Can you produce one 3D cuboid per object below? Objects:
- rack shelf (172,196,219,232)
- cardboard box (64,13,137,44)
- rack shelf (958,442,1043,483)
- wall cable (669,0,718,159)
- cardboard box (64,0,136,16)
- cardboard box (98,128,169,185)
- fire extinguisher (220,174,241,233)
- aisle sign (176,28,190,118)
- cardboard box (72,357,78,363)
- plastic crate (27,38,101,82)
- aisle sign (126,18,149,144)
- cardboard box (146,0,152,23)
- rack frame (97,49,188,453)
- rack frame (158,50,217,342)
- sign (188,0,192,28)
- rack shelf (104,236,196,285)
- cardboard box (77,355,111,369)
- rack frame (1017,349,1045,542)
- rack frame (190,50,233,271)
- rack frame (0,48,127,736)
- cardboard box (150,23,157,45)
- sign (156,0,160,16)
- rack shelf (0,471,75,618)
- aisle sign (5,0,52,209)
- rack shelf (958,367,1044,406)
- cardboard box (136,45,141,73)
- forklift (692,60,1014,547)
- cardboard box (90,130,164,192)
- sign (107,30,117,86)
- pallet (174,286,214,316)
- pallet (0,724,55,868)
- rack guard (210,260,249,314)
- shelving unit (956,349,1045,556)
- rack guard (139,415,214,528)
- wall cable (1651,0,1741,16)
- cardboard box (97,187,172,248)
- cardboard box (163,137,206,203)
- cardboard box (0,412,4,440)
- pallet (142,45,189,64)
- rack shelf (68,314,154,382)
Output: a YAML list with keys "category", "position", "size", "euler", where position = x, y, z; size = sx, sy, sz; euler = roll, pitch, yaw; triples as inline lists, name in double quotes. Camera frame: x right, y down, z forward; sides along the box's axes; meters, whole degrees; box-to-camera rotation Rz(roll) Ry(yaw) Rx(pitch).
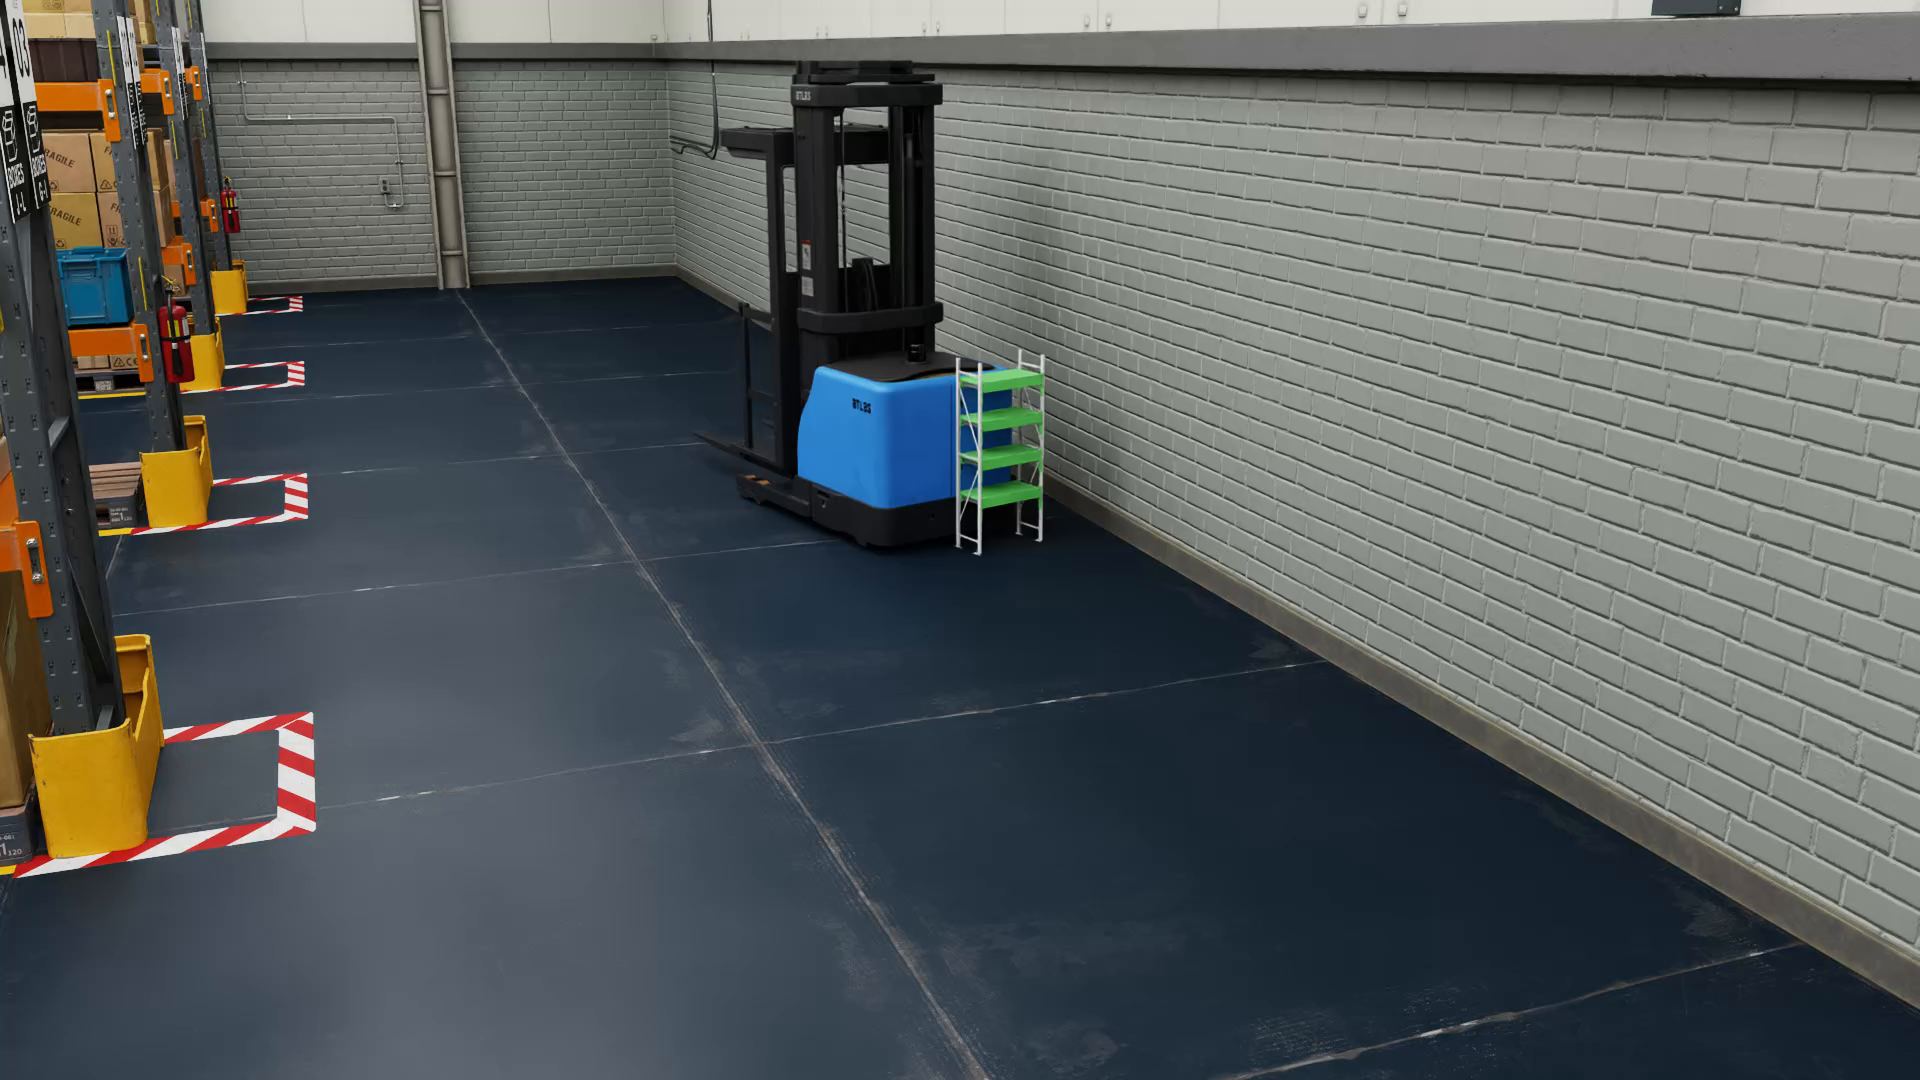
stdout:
- category: "rack shelf"
  position: [-10.767, -3.735, 19.270]
  size: [4.000, 0.370, 1.077]
  euler: [-6, 17, -20]
- category: "cardboard box"
  position: [-7.512, -4.467, 14.542]
  size: [0.500, 0.250, 0.500]
  euler: [-6, 17, -20]
- category: "rack shelf"
  position: [0.249, -0.486, 10.351]
  size: [0.480, 0.148, 0.258]
  euler: [-12, 20, -35]
- category: "wall cable"
  position: [-3.490, -6.147, 21.069]
  size: [0.112, 2.526, 3.097]
  euler: [-6, 17, -20]
- category: "cardboard box"
  position: [-7.597, -4.890, 14.650]
  size: [0.500, 0.500, 0.700]
  euler: [-6, 17, -20]
- category: "cardboard box"
  position: [-7.632, -3.531, 15.347]
  size: [0.500, 0.500, 0.500]
  euler: [-6, 17, -18]
- category: "fire extinguisher"
  position: [-8.593, -3.960, 19.557]
  size: [0.183, 0.674, 0.296]
  euler: [-6, 17, -20]
- category: "aisle sign"
  position: [-7.165, -4.310, 15.339]
  size: [0.004, 0.787, 0.394]
  euler: [-6, 17, -20]
- category: "cardboard box"
  position: [-8.199, -1.840, 15.640]
  size: [0.500, 0.250, 0.500]
  euler: [-6, 17, -20]
- category: "plastic crate"
  position: [-5.813, -3.086, 10.692]
  size: [0.590, 0.269, 0.497]
  euler: [-6, 17, -20]
- category: "aisle sign"
  position: [-5.393, -3.008, 10.904]
  size: [0.004, 0.787, 0.394]
  euler: [-6, 17, -20]
- category: "cardboard box"
  position: [-9.667, -6.248, 19.241]
  size: [0.500, 0.500, 0.500]
  euler: [-7, 18, -22]
- category: "rack frame"
  position: [-5.354, -1.675, 10.979]
  size: [0.127, 3.000, 1.000]
  euler: [-6, 17, -20]
- category: "rack frame"
  position: [-7.123, -2.979, 15.418]
  size: [0.127, 3.000, 1.000]
  euler: [-6, 17, -20]
- category: "sign"
  position: [-8.718, -5.964, 18.828]
  size: [0.005, 0.325, 0.100]
  euler: [-6, 17, -20]
- category: "rack shelf"
  position: [-8.991, -2.432, 14.833]
  size: [4.000, 0.370, 1.077]
  euler: [-6, 17, -20]
- category: "cardboard box"
  position: [-7.953, -1.694, 15.290]
  size: [0.250, 0.166, 0.380]
  euler: [-6, 17, -20]
- category: "rack frame"
  position: [0.444, -0.589, 10.474]
  size: [0.015, 1.200, 0.240]
  euler: [-12, 20, -35]
- category: "rack frame"
  position: [-8.899, -4.282, 19.855]
  size: [0.127, 3.000, 1.000]
  euler: [-6, 17, -20]
- category: "rack frame"
  position: [-3.582, -0.372, 6.542]
  size: [0.127, 3.000, 1.000]
  euler: [-6, 17, -20]
- category: "cardboard box"
  position: [-9.669, -5.889, 19.350]
  size: [0.500, 0.250, 0.500]
  euler: [-5, 17, -17]
- category: "sign"
  position: [-6.943, -4.695, 14.367]
  size: [0.005, 0.325, 0.100]
  euler: [-6, 17, -20]
- category: "rack shelf"
  position: [-5.449, 0.175, 5.956]
  size: [4.000, 0.370, 1.077]
  euler: [-6, 17, -20]
- category: "aisle sign"
  position: [-3.622, -1.706, 6.469]
  size: [0.004, 0.787, 0.394]
  euler: [-6, 17, -20]
- category: "rack shelf"
  position: [0.249, -0.947, 10.216]
  size: [0.480, 0.148, 0.258]
  euler: [-12, 20, -35]
- category: "cardboard box"
  position: [-7.509, -4.225, 14.604]
  size: [0.500, 0.250, 0.500]
  euler: [-6, 17, -20]
- category: "forklift"
  position: [-0.902, -1.720, 11.253]
  size: [1.130, 2.935, 3.031]
  euler: [-11, 20, -33]
- category: "cardboard box"
  position: [-7.440, -3.389, 14.864]
  size: [0.500, 0.500, 0.500]
  euler: [-6, 18, -21]
- category: "sign"
  position: [-5.142, -2.921, 10.084]
  size: [0.005, 0.325, 0.100]
  euler: [-6, 17, -20]
- category: "pallet"
  position: [-9.618, -2.843, 19.904]
  size: [1.213, 0.211, 1.003]
  euler: [-6, 17, -20]
- category: "pallet"
  position: [-4.301, 1.067, 6.590]
  size: [1.213, 0.211, 1.003]
  euler: [-6, 17, -20]
- category: "rack guard"
  position: [-8.877, -3.085, 20.216]
  size: [0.348, 0.500, 1.175]
  euler: [-6, 17, -20]
- category: "shelving unit"
  position: [0.249, -0.547, 10.333]
  size: [0.503, 1.200, 0.258]
  euler: [-12, 20, -35]
- category: "rack guard"
  position: [-5.336, -0.482, 11.351]
  size: [0.348, 0.500, 1.175]
  euler: [-6, 17, -20]
- category: "wall cable"
  position: [2.931, -4.457, 4.096]
  size: [0.120, 5.999, 2.277]
  euler: [-6, 17, -20]
- category: "cardboard box"
  position: [-7.444, -2.910, 15.007]
  size: [0.500, 0.500, 0.500]
  euler: [-6, 17, -18]
- category: "cardboard box"
  position: [-9.372, -4.372, 19.629]
  size: [0.700, 0.700, 0.980]
  euler: [-5, 17, -18]
- category: "cardboard box"
  position: [-4.127, -0.465, 6.598]
  size: [0.500, 0.250, 0.500]
  euler: [-7, 18, -22]
- category: "pallet"
  position: [-9.588, -5.601, 19.181]
  size: [1.213, 0.211, 1.003]
  euler: [-6, 17, -20]
- category: "rack shelf"
  position: [-7.222, -1.128, 10.394]
  size: [4.000, 0.370, 1.077]
  euler: [-6, 17, -20]
